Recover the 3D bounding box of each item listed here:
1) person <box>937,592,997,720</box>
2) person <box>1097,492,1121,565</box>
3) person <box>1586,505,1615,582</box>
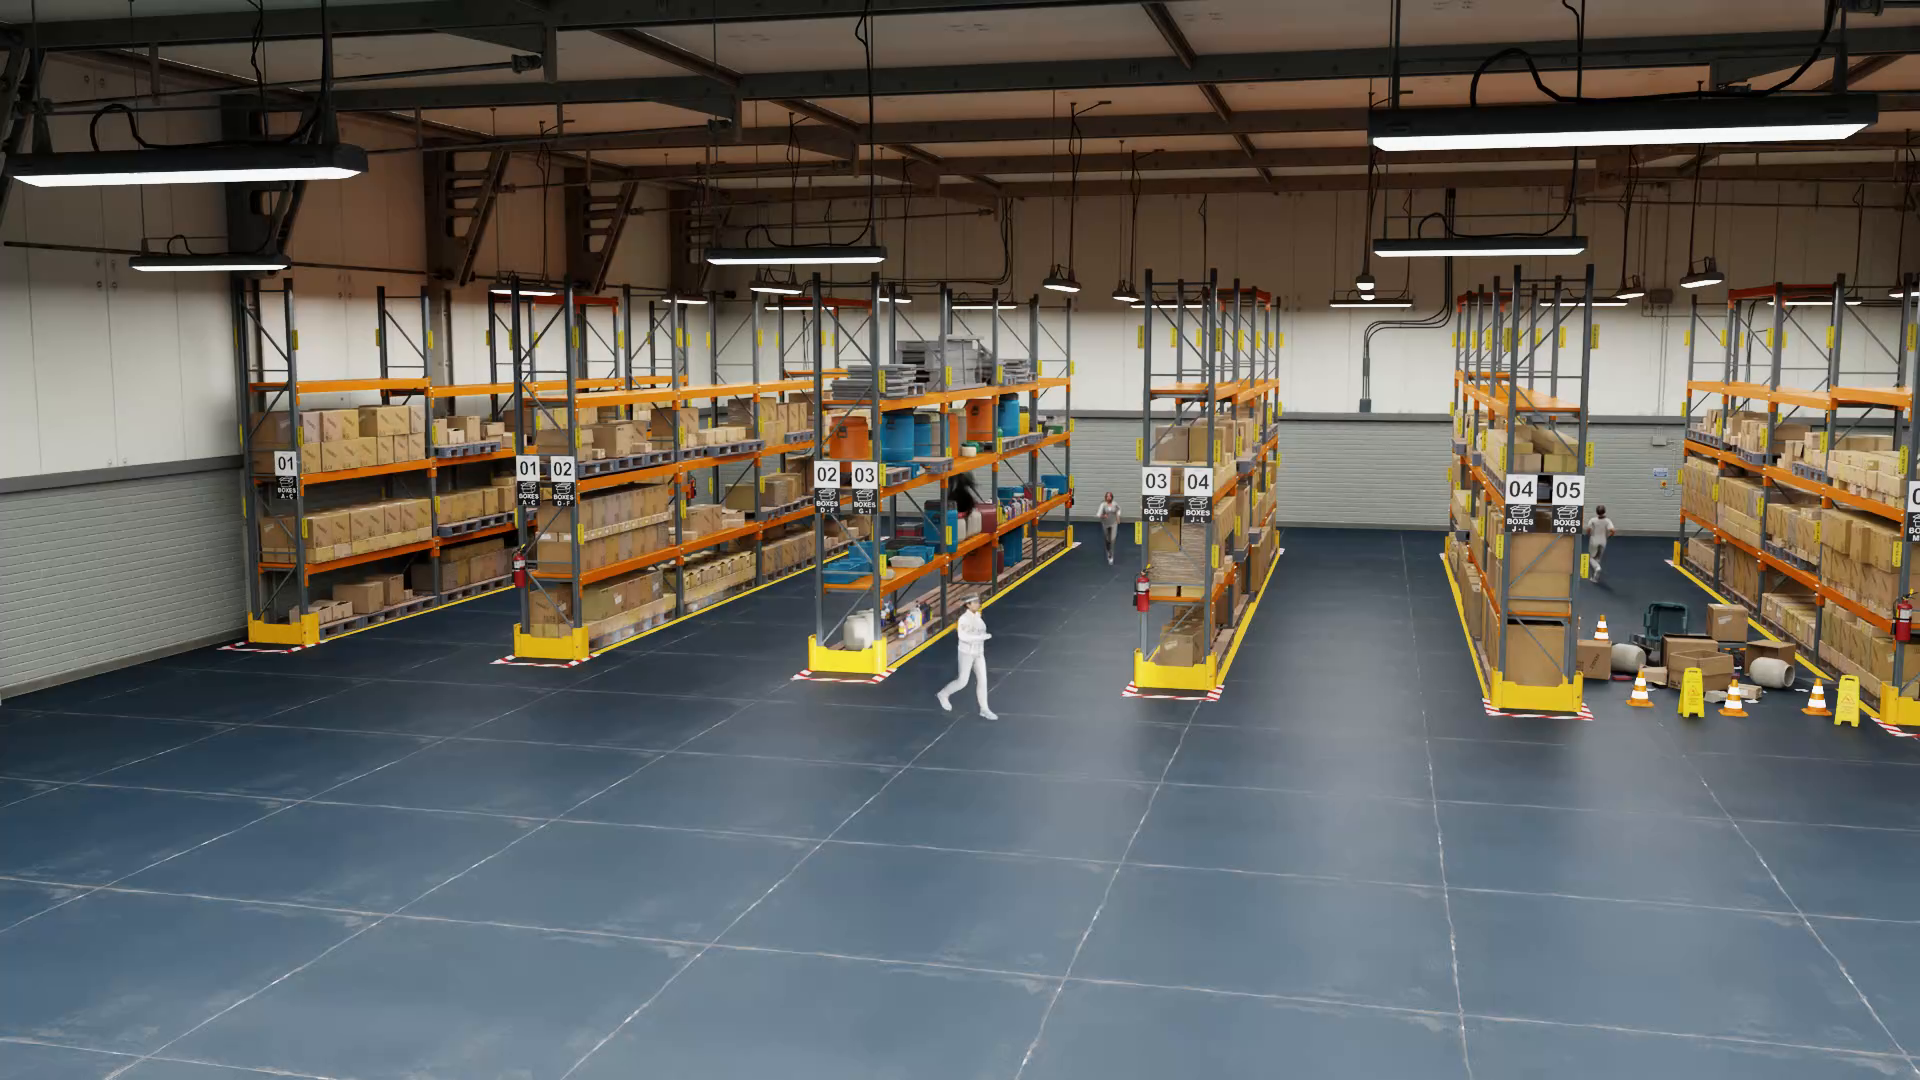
[{"bbox_3d":[0.116,1.505,22.045,0.922,1.678,0.610,5,8,35],"label":"person"},{"bbox_3d":[3.349,-0.282,37.373,0.536,1.593,0.873,1,7,7],"label":"person"},{"bbox_3d":[13.194,0.083,34.324,0.566,1.622,0.667,0,7,2],"label":"person"}]
